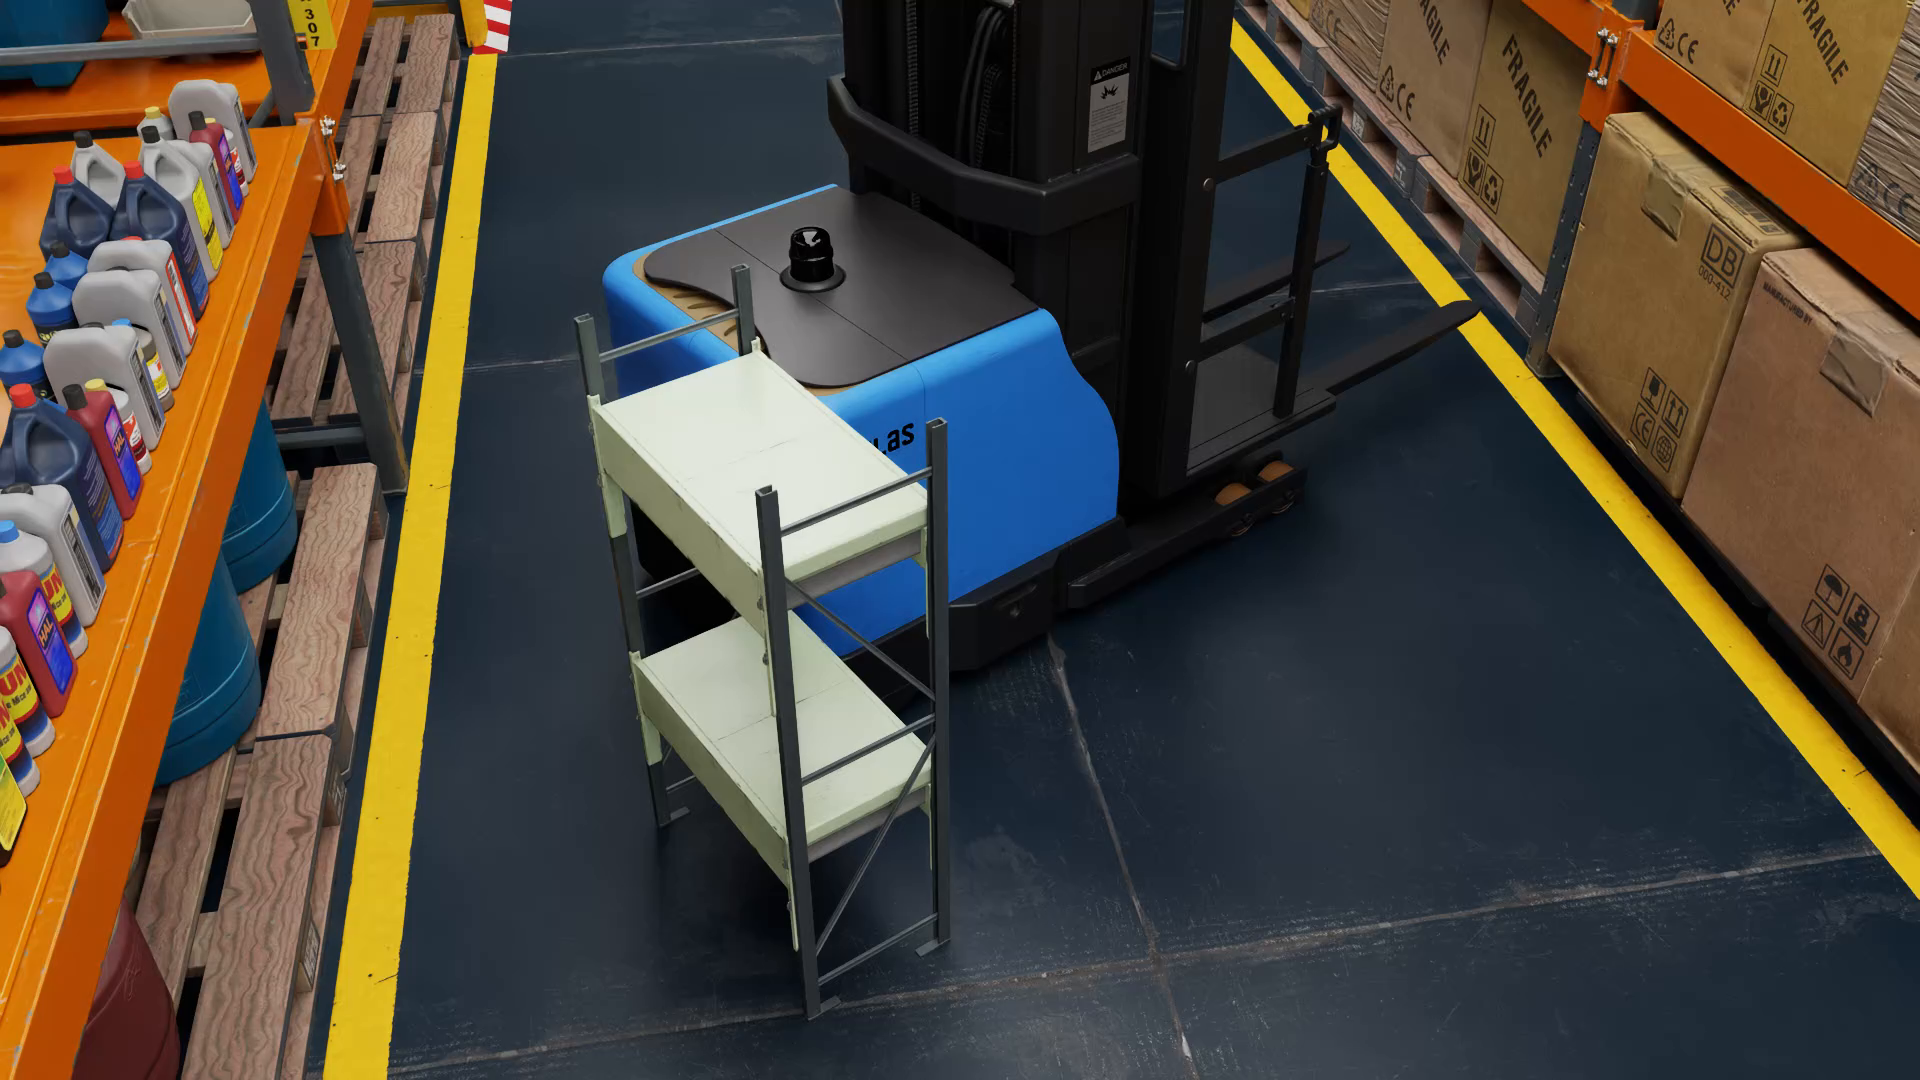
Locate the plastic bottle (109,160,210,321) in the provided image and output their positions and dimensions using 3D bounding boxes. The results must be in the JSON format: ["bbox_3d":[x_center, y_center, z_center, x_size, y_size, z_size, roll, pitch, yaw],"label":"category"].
[{"bbox_3d":[-1.796,-0.665,3.701,0.144,0.351,0.185,-6,38,-8],"label":"plastic bottle"}]

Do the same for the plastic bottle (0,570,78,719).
[{"bbox_3d":[-1.525,0.147,2.711,0.061,0.283,0.133,-6,38,-8],"label":"plastic bottle"}]

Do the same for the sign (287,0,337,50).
[{"bbox_3d":[-1.770,-1.483,4.489,0.100,0.325,0.005,-6,38,-8],"label":"sign"}]

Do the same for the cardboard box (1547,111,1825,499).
[{"bbox_3d":[2.697,-0.791,5.213,1.225,0.875,0.875,-6,38,-8],"label":"cardboard box"}]

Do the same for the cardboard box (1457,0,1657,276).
[{"bbox_3d":[2.528,-1.583,6.232,0.875,0.875,0.875,-6,38,-8],"label":"cardboard box"}]

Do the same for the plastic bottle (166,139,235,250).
[{"bbox_3d":[-1.860,-0.843,3.991,0.152,0.276,0.135,-6,38,-8],"label":"plastic bottle"}]

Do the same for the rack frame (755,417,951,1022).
[{"bbox_3d":[-0.192,0.440,3.462,0.400,1.500,0.023,-24,44,-27],"label":"rack frame"}]

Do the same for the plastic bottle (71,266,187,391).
[{"bbox_3d":[-1.748,-0.457,3.495,0.152,0.276,0.135,-6,38,-8],"label":"plastic bottle"}]

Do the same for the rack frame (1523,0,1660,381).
[{"bbox_3d":[2.565,-1.849,5.185,1.000,3.000,0.127,-6,38,-8],"label":"rack frame"}]

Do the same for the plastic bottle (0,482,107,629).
[{"bbox_3d":[-1.611,0.015,2.887,0.152,0.276,0.135,-6,38,-8],"label":"plastic bottle"}]

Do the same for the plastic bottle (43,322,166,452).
[{"bbox_3d":[-1.707,-0.317,3.314,0.152,0.276,0.135,-6,38,-8],"label":"plastic bottle"}]

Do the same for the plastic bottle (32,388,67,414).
[{"bbox_3d":[-1.697,-0.161,3.117,0.097,0.271,0.097,0,38,0],"label":"plastic bottle"}]

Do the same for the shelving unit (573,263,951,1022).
[{"bbox_3d":[-0.405,0.257,3.697,0.431,1.500,0.755,-24,44,-27],"label":"shelving unit"}]

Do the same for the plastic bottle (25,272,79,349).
[{"bbox_3d":[-1.868,-0.431,3.464,0.097,0.271,0.097,0,38,0],"label":"plastic bottle"}]

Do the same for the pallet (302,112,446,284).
[{"bbox_3d":[-2.696,-1.393,6.871,1.003,0.211,1.213,-6,38,-8],"label":"pallet"}]

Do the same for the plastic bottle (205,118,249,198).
[{"bbox_3d":[-1.877,-0.967,4.212,0.097,0.201,0.097,0,38,0],"label":"plastic bottle"}]

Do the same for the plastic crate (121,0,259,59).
[{"bbox_3d":[-2.252,-1.532,4.943,0.396,0.136,0.243,-6,38,-8],"label":"plastic crate"}]

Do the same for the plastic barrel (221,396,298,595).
[{"bbox_3d":[-2.233,-0.323,4.589,0.600,0.901,0.708,-6,38,-8],"label":"plastic barrel"}]

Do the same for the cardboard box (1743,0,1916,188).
[{"bbox_3d":[2.488,-1.280,4.371,0.500,0.500,0.500,-6,38,-8],"label":"cardboard box"}]

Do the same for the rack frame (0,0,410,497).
[{"bbox_3d":[-2.311,-1.316,4.499,1.000,3.000,0.127,-6,38,-8],"label":"rack frame"}]

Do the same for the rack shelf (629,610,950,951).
[{"bbox_3d":[-0.405,0.515,3.897,0.431,0.370,0.720,-24,44,-27],"label":"rack shelf"}]

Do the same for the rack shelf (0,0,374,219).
[{"bbox_3d":[-2.662,-2.240,6.275,1.077,0.370,4.000,-6,38,-8],"label":"rack shelf"}]

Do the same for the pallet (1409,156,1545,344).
[{"bbox_3d":[2.509,-1.215,6.642,1.003,0.211,1.213,-6,38,-8],"label":"pallet"}]

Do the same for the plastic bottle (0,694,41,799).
[{"bbox_3d":[-1.506,0.282,2.547,0.097,0.271,0.097,0,38,0],"label":"plastic bottle"}]

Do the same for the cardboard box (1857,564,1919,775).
[{"bbox_3d":[3.017,0.282,3.831,1.225,0.875,0.875,-6,38,-8],"label":"cardboard box"}]

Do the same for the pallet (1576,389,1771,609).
[{"bbox_3d":[2.774,-0.290,5.451,1.003,0.211,1.213,-6,38,-8],"label":"pallet"}]

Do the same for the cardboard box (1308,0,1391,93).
[{"bbox_3d":[2.214,-2.664,7.624,0.875,0.875,0.875,-6,38,-8],"label":"cardboard box"}]

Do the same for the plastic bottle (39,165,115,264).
[{"bbox_3d":[-1.938,-0.649,3.681,0.144,0.351,0.185,-6,38,-8],"label":"plastic bottle"}]

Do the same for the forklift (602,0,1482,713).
[{"bbox_3d":[0.486,-1.397,4.659,3.031,2.935,1.130,-26,45,-30],"label":"forklift"}]

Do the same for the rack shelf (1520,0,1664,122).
[{"bbox_3d":[2.214,-2.773,6.960,1.077,0.370,4.000,-6,38,-8],"label":"rack shelf"}]

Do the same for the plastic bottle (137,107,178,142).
[{"bbox_3d":[-2.044,-1.010,4.267,0.097,0.201,0.097,0,38,0],"label":"plastic bottle"}]

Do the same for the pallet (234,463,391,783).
[{"bbox_3d":[-2.217,0.256,4.749,1.003,0.211,1.213,-6,38,-8],"label":"pallet"}]

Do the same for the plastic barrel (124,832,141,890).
[{"bbox_3d":[-2.098,0.609,3.706,0.421,0.512,0.421,0,38,0],"label":"plastic barrel"}]

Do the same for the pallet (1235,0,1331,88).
[{"bbox_3d":[2.081,-2.689,8.539,1.003,0.211,1.213,-6,38,-8],"label":"pallet"}]

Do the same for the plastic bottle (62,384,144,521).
[{"bbox_3d":[-1.622,-0.185,3.139,0.061,0.283,0.133,-6,38,-8],"label":"plastic bottle"}]
